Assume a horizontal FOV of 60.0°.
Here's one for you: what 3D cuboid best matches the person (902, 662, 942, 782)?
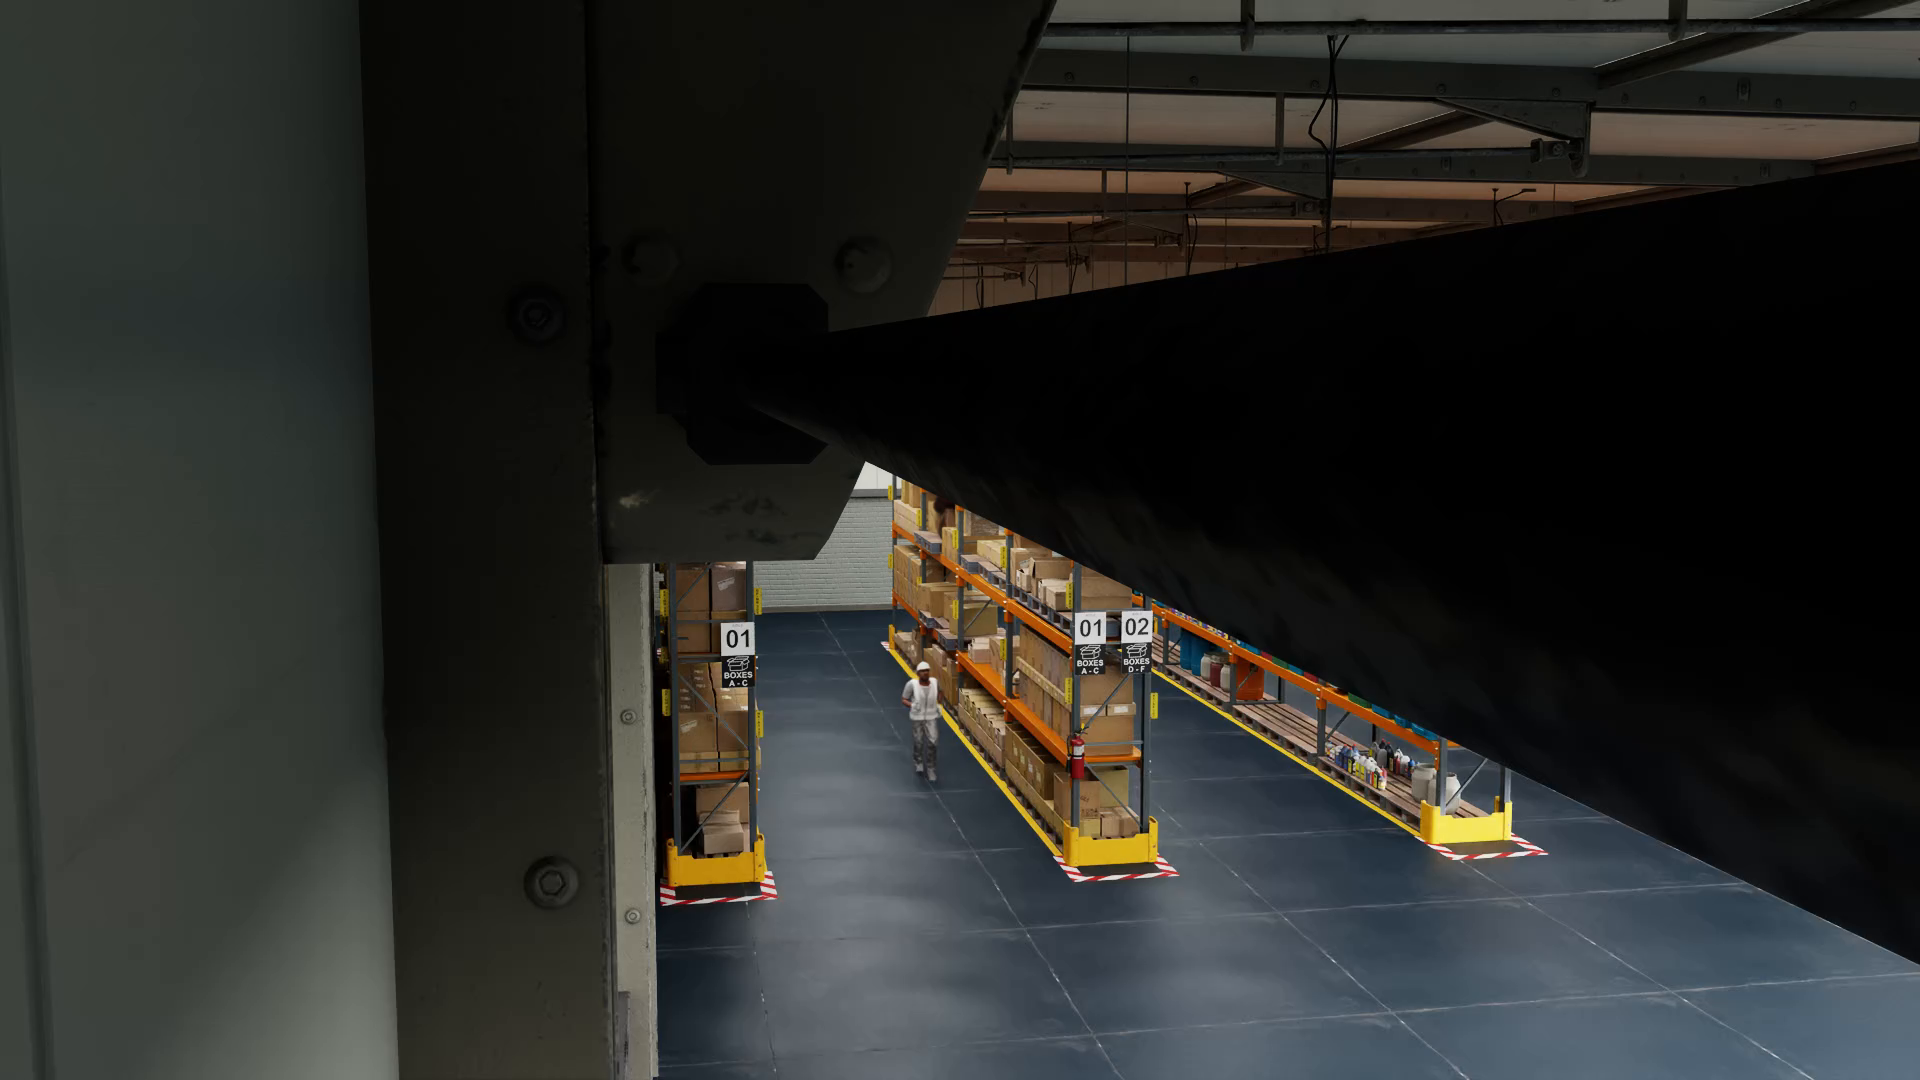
[{"bbox_3d":[-0.557,2.743,25.148,0.659,1.829,0.759,-1,6,-9],"label":"person"}]
